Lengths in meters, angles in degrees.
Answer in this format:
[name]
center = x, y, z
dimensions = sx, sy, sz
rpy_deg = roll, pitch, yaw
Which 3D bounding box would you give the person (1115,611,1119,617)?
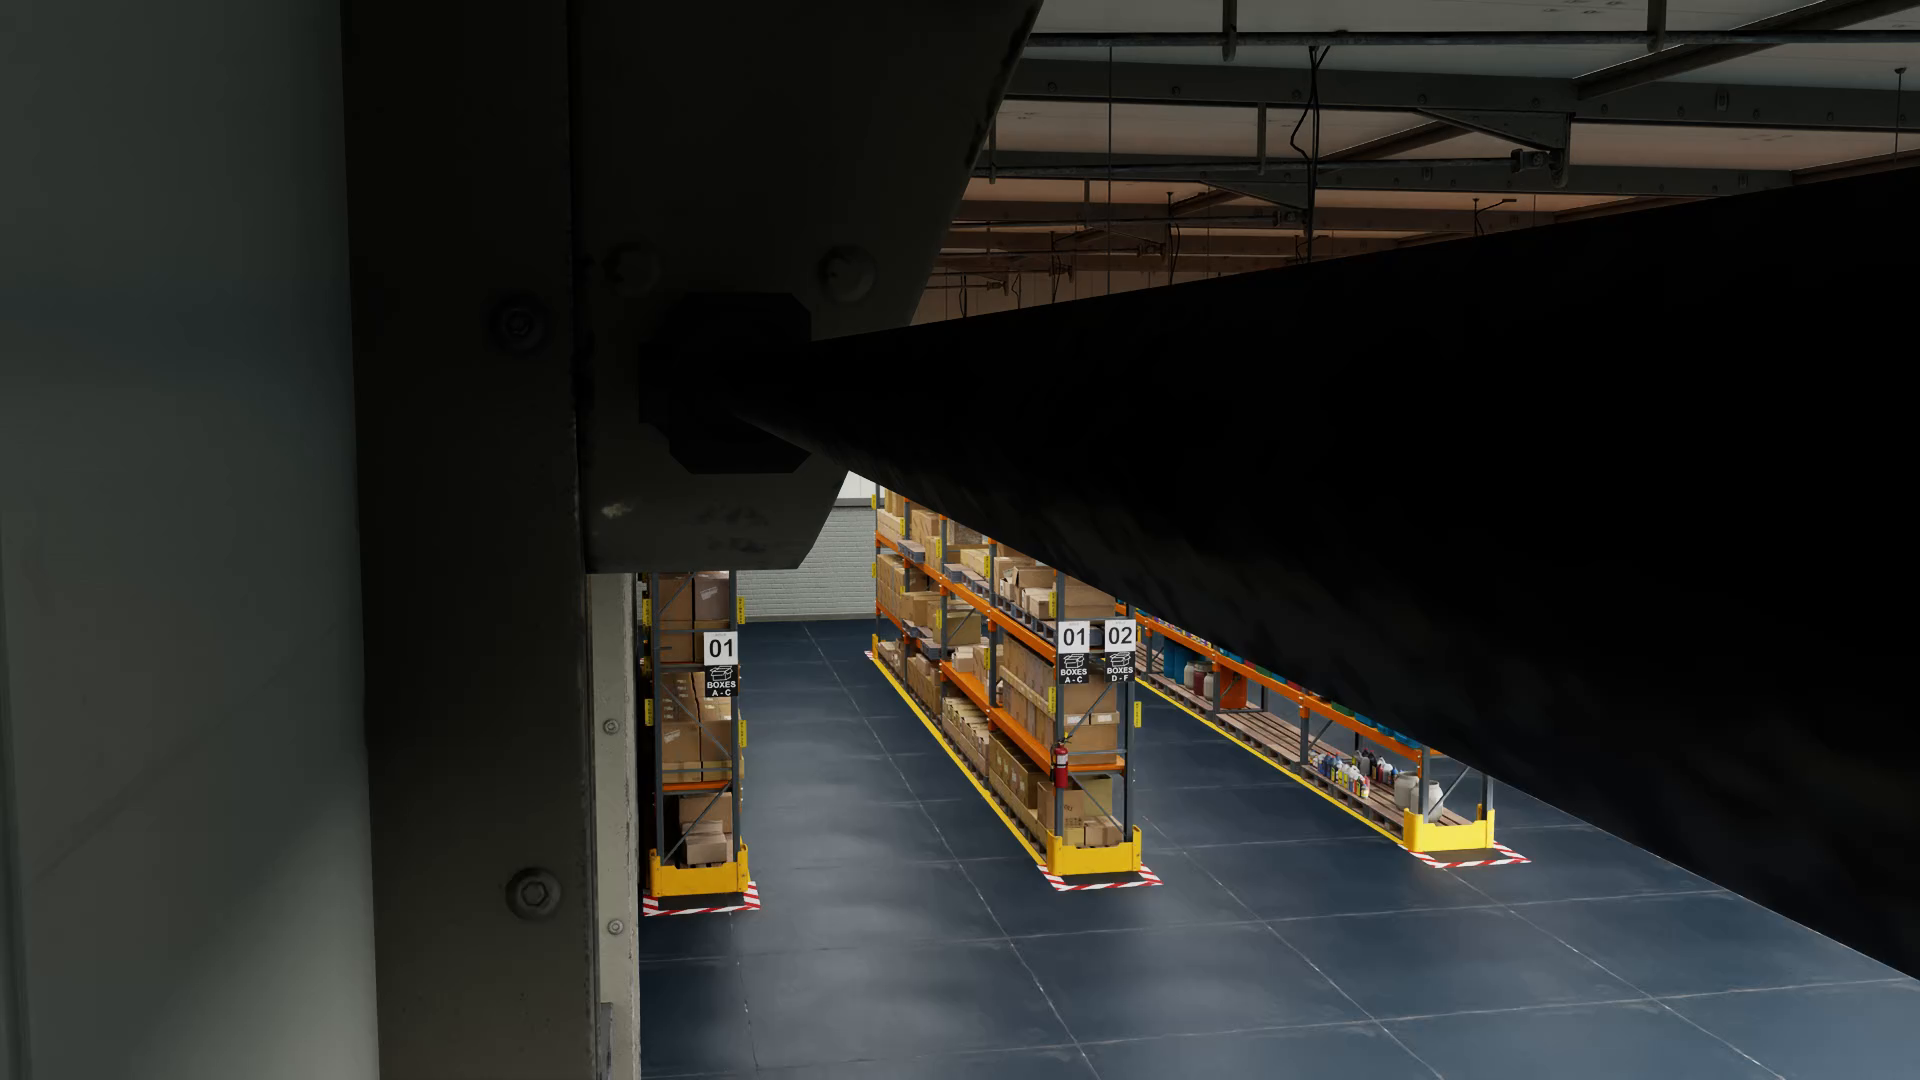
[person]
center = 3.591, 1.379, 40.511
dimensions = 0.662, 1.655, 0.583
rpy_deg = 2, 6, 20
